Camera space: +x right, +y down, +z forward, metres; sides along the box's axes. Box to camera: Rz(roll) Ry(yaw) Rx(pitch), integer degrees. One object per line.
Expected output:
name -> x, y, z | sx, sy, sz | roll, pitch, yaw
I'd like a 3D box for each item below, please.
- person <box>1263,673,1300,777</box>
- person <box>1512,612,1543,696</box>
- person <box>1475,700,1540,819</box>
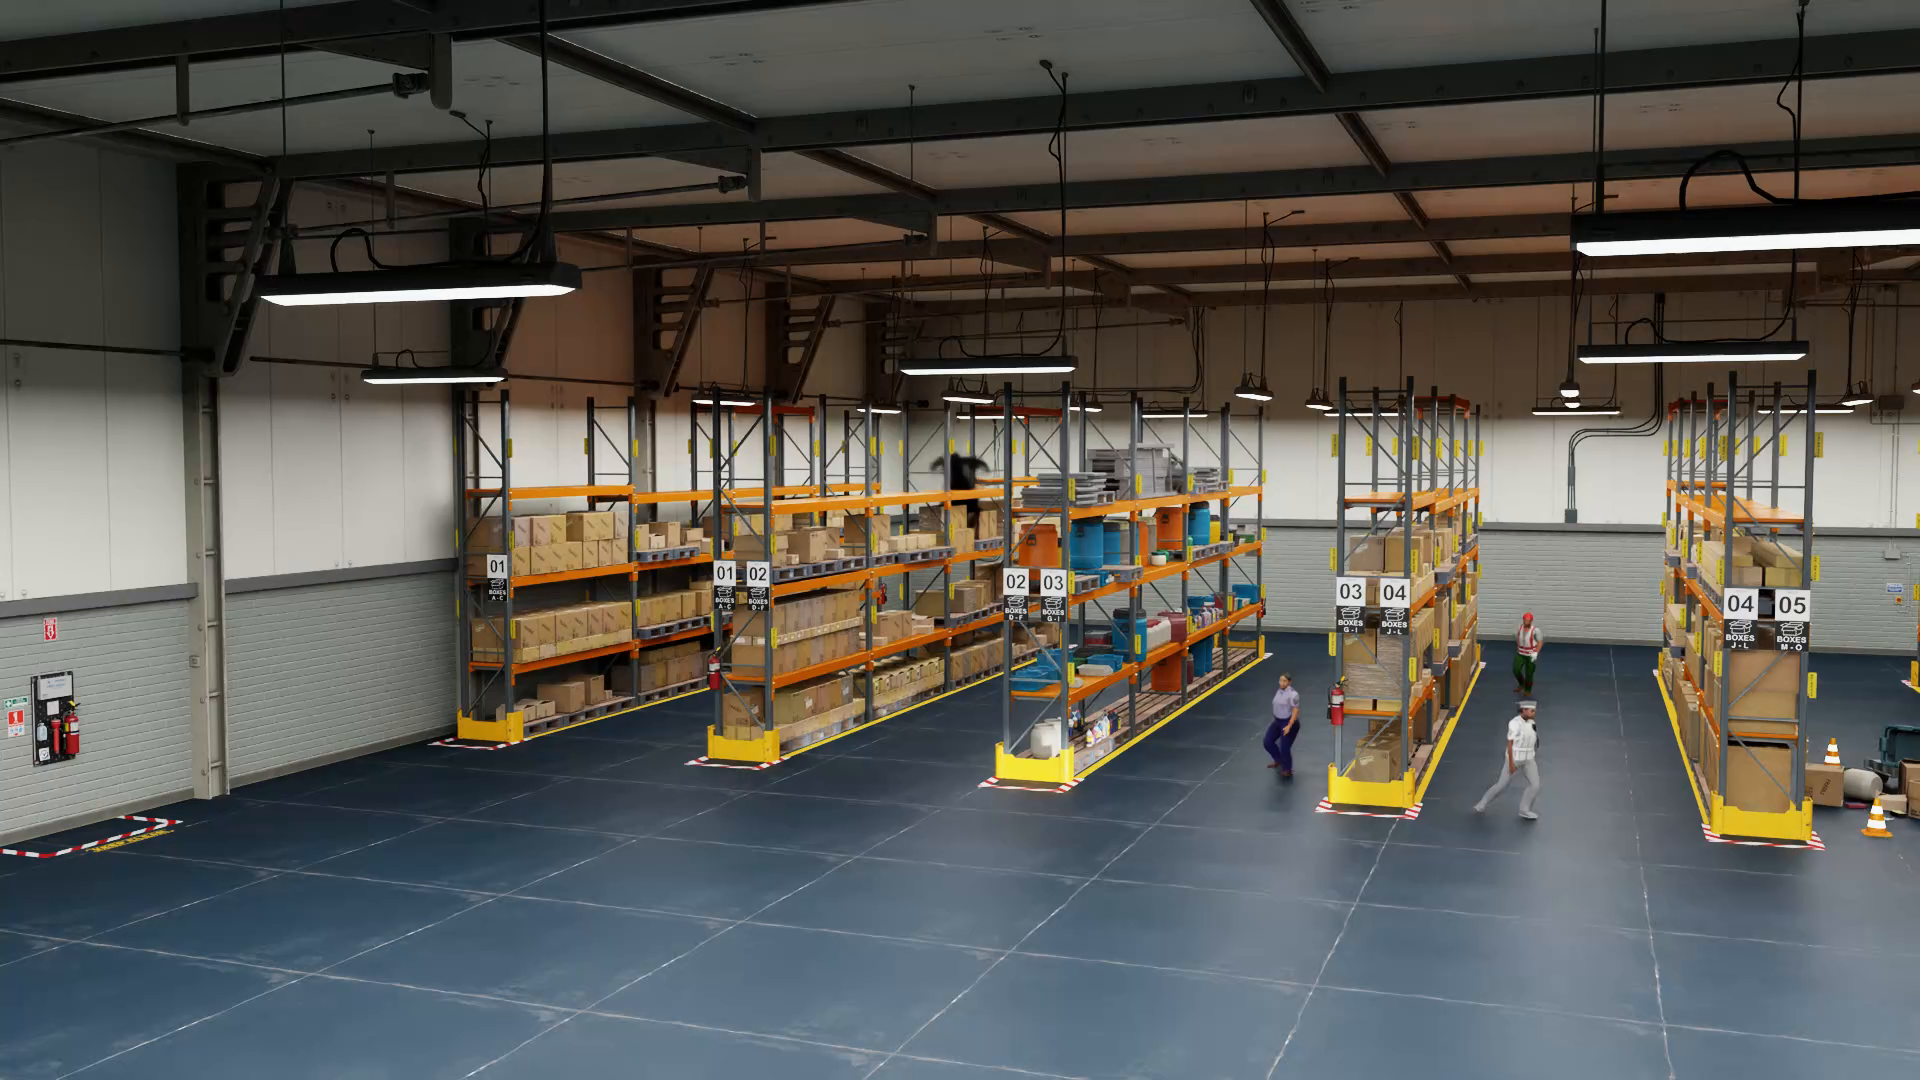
person -> 4.928, 2.825, 25.367 | 0.450, 1.648, 0.745 | -2, 4, -29
person -> 11.373, 2.293, 33.316 | 0.648, 1.718, 0.691 | 3, 4, 42
person -> 7.439, 2.954, 22.583 | 0.702, 1.603, 0.673 | -1, 3, -21
